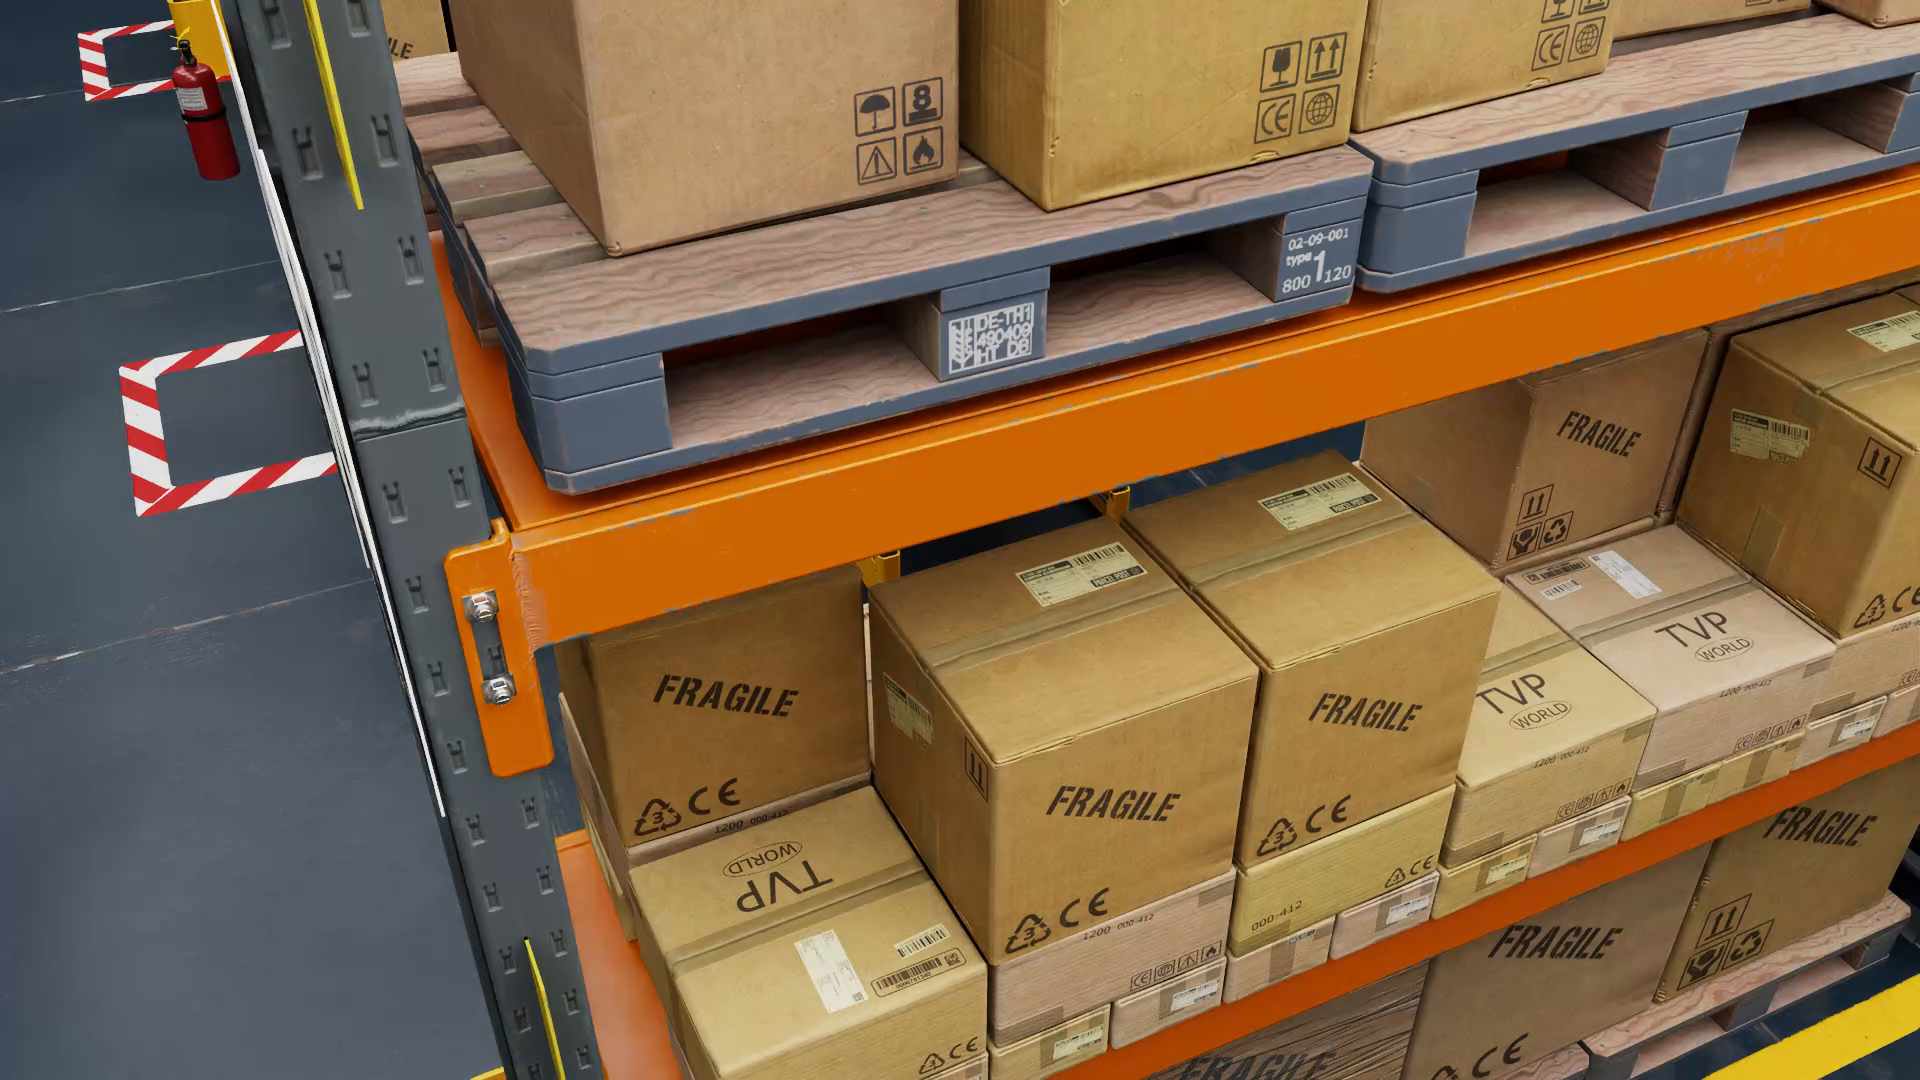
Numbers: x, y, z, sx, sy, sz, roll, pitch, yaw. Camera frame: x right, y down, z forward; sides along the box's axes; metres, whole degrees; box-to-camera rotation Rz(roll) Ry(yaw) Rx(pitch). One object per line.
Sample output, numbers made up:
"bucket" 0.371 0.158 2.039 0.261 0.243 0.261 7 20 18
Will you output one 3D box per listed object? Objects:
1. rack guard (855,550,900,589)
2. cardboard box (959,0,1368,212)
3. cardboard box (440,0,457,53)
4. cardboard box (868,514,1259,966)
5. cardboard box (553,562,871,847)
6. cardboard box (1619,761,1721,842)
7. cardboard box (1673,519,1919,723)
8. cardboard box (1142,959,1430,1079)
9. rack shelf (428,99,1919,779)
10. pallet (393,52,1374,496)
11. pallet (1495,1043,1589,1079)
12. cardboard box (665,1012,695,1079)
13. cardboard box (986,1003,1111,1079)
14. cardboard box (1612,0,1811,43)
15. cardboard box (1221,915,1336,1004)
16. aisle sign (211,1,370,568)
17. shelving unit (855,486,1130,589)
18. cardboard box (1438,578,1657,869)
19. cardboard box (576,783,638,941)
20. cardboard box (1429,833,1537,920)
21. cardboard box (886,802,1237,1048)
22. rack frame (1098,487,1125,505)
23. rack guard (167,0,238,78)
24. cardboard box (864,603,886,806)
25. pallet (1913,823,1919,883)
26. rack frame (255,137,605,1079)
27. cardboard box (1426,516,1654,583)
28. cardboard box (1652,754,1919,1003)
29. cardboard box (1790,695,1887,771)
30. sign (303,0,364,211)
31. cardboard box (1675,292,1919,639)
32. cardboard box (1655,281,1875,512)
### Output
"rack guard" -0.382 0.006 6.532 0.087 0.250 0.587 -16 39 -20
"cardboard box" 0.175 -0.882 2.383 0.500 0.500 0.700 -17 40 -22
"cardboard box" -1.852 -2.164 6.816 0.500 0.500 0.500 -16 39 -20
"cardboard box" 0.168 0.347 3.011 0.500 0.500 0.500 -17 40 -21
"cardboard box" -0.504 0.184 3.230 0.500 0.500 0.500 -15 39 -19
"cardboard box" 1.487 0.478 3.799 0.250 0.149 0.380 -16 40 -21
"cardboard box" 2.032 0.124 3.941 0.500 0.250 0.500 -14 39 -19
"cardboard box" 0.536 1.059 4.235 0.875 0.875 0.875 -16 39 -20
"rack shelf" 0.977 -0.612 3.143 4.000 0.370 1.077 -16 39 -20
"pallet" -0.166 -0.553 2.534 1.213 0.211 1.003 -16 39 -20
"pallet" 0.960 1.379 4.714 1.213 0.211 1.003 -16 39 -20
"cardboard box" -0.372 0.999 3.096 0.250 0.149 0.380 -15 39 -19
"cardboard box" 0.091 0.868 3.272 0.250 0.149 0.380 -17 40 -21
"cardboard box" 1.082 -1.236 2.861 0.500 0.500 0.700 -14 39 -18
"cardboard box" 0.557 0.738 3.448 0.250 0.149 0.380 -16 40 -21
"aisle sign" -1.026 -0.378 2.559 0.004 0.787 0.394 -16 39 -20
"shelving unit" 0.069 -0.622 6.329 1.083 1.500 0.587 -16 39 -20
"cardboard box" 1.110 0.379 3.597 0.500 0.250 0.500 -16 40 -21
"cardboard box" -0.651 0.643 3.576 0.250 0.149 0.380 -15 39 -19
"cardboard box" 1.020 0.609 3.622 0.250 0.149 0.380 -17 40 -21
"cardboard box" 0.183 0.640 3.246 0.500 0.250 0.500 -16 39 -20
"rack frame" 0.537 -0.753 6.506 0.032 1.500 0.500 -16 39 -20
"rack guard" -5.066 -3.524 11.082 0.348 0.500 1.175 -16 39 -20
"cardboard box" -0.048 0.357 3.627 0.500 0.250 0.500 -16 40 -21
"pallet" 3.454 0.681 5.654 1.213 0.211 1.003 -16 39 -20
"rack frame" -0.834 0.810 3.140 0.127 3.000 1.000 -16 39 -20
"cardboard box" 1.332 -0.027 4.144 0.500 0.250 0.500 -15 39 -19
"cardboard box" 2.156 0.606 4.846 0.875 0.875 0.875 -16 39 -20
"cardboard box" 1.952 0.347 3.975 0.250 0.149 0.380 -15 39 -19
"sign" -0.603 -0.477 1.557 0.005 0.325 0.100 -16 39 -20
"cardboard box" 2.030 -0.178 3.719 0.500 0.500 0.500 -15 39 -19
"cardboard box" 1.796 -0.459 4.098 0.500 0.500 0.500 -16 39 -20
